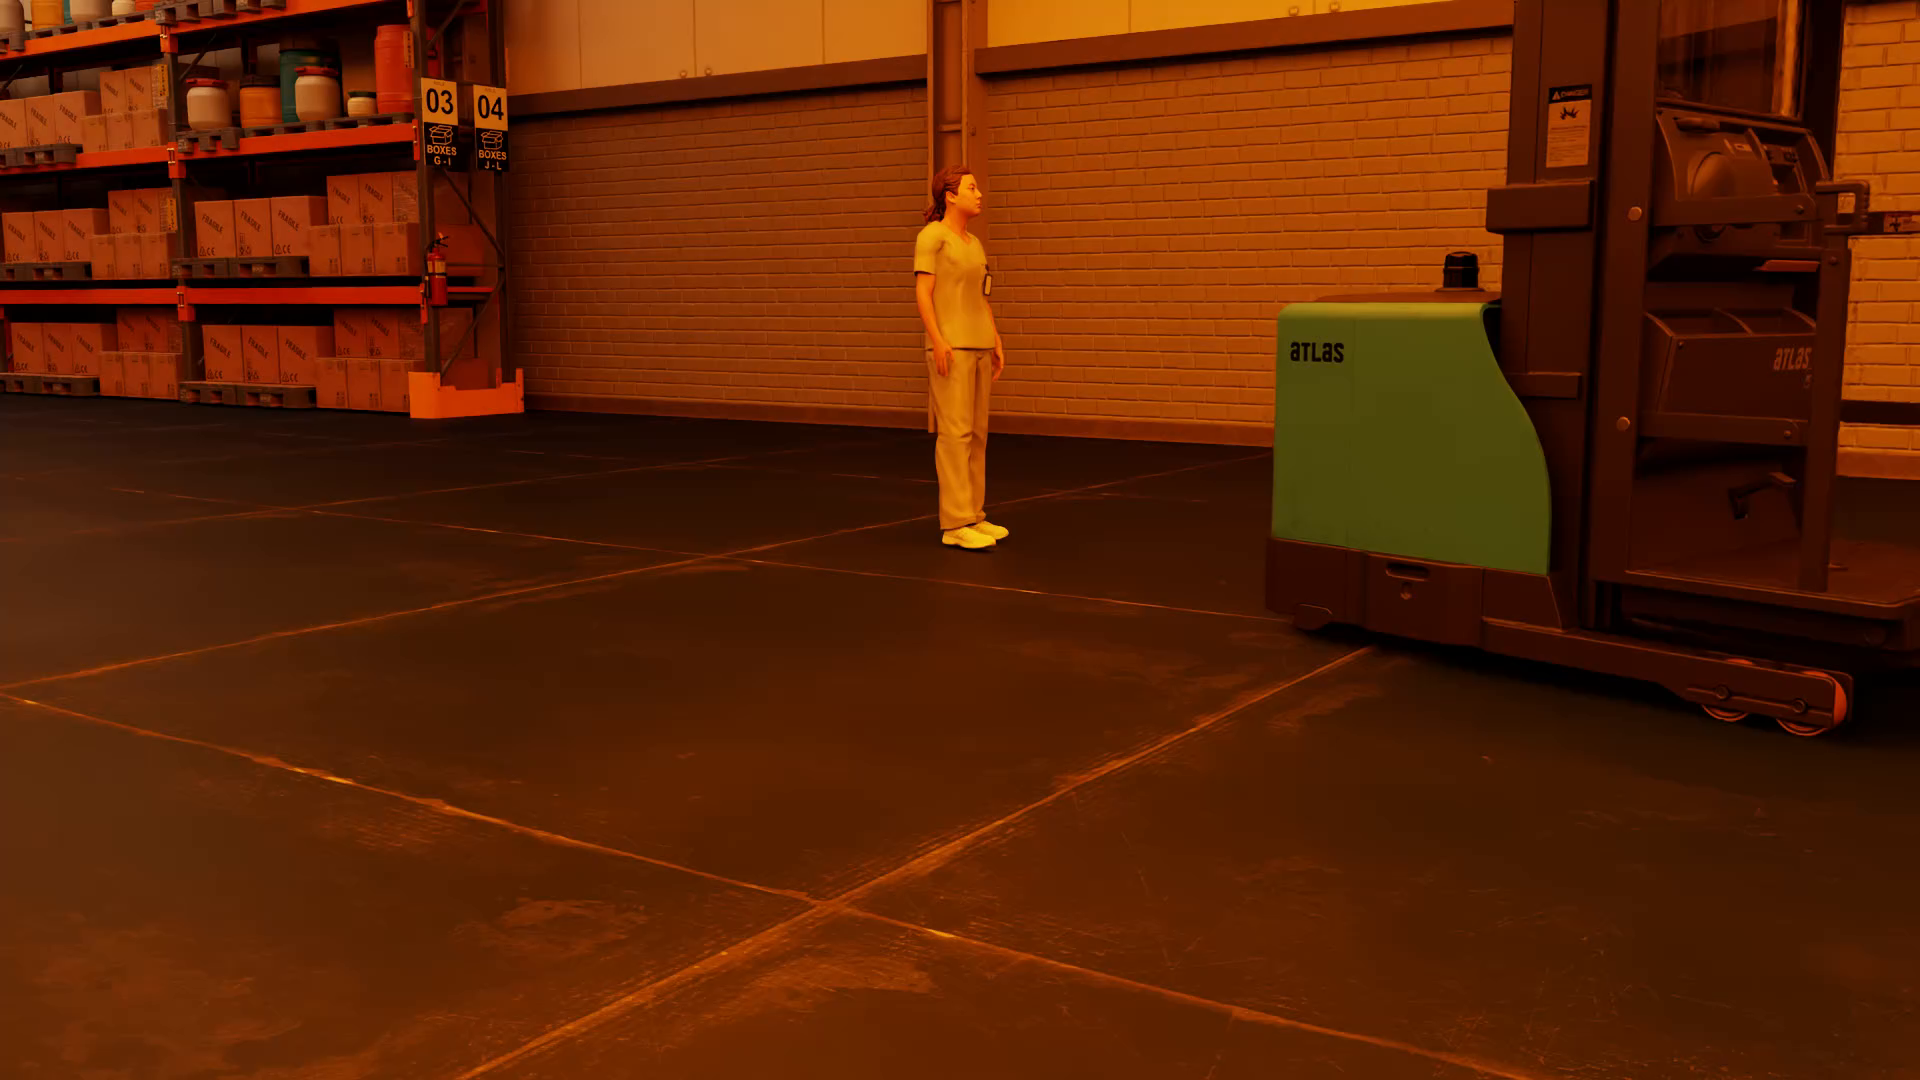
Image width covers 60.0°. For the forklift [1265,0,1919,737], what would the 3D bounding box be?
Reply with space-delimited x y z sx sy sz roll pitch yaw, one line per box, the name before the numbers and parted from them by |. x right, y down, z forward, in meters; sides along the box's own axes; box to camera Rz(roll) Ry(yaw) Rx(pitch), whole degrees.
forklift | 2.335 -1.039 4.499 1.130 2.935 3.031 -7 10 -39

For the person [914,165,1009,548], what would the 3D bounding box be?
person | 0.053 -0.825 7.433 0.549 1.665 0.549 5 10 34
